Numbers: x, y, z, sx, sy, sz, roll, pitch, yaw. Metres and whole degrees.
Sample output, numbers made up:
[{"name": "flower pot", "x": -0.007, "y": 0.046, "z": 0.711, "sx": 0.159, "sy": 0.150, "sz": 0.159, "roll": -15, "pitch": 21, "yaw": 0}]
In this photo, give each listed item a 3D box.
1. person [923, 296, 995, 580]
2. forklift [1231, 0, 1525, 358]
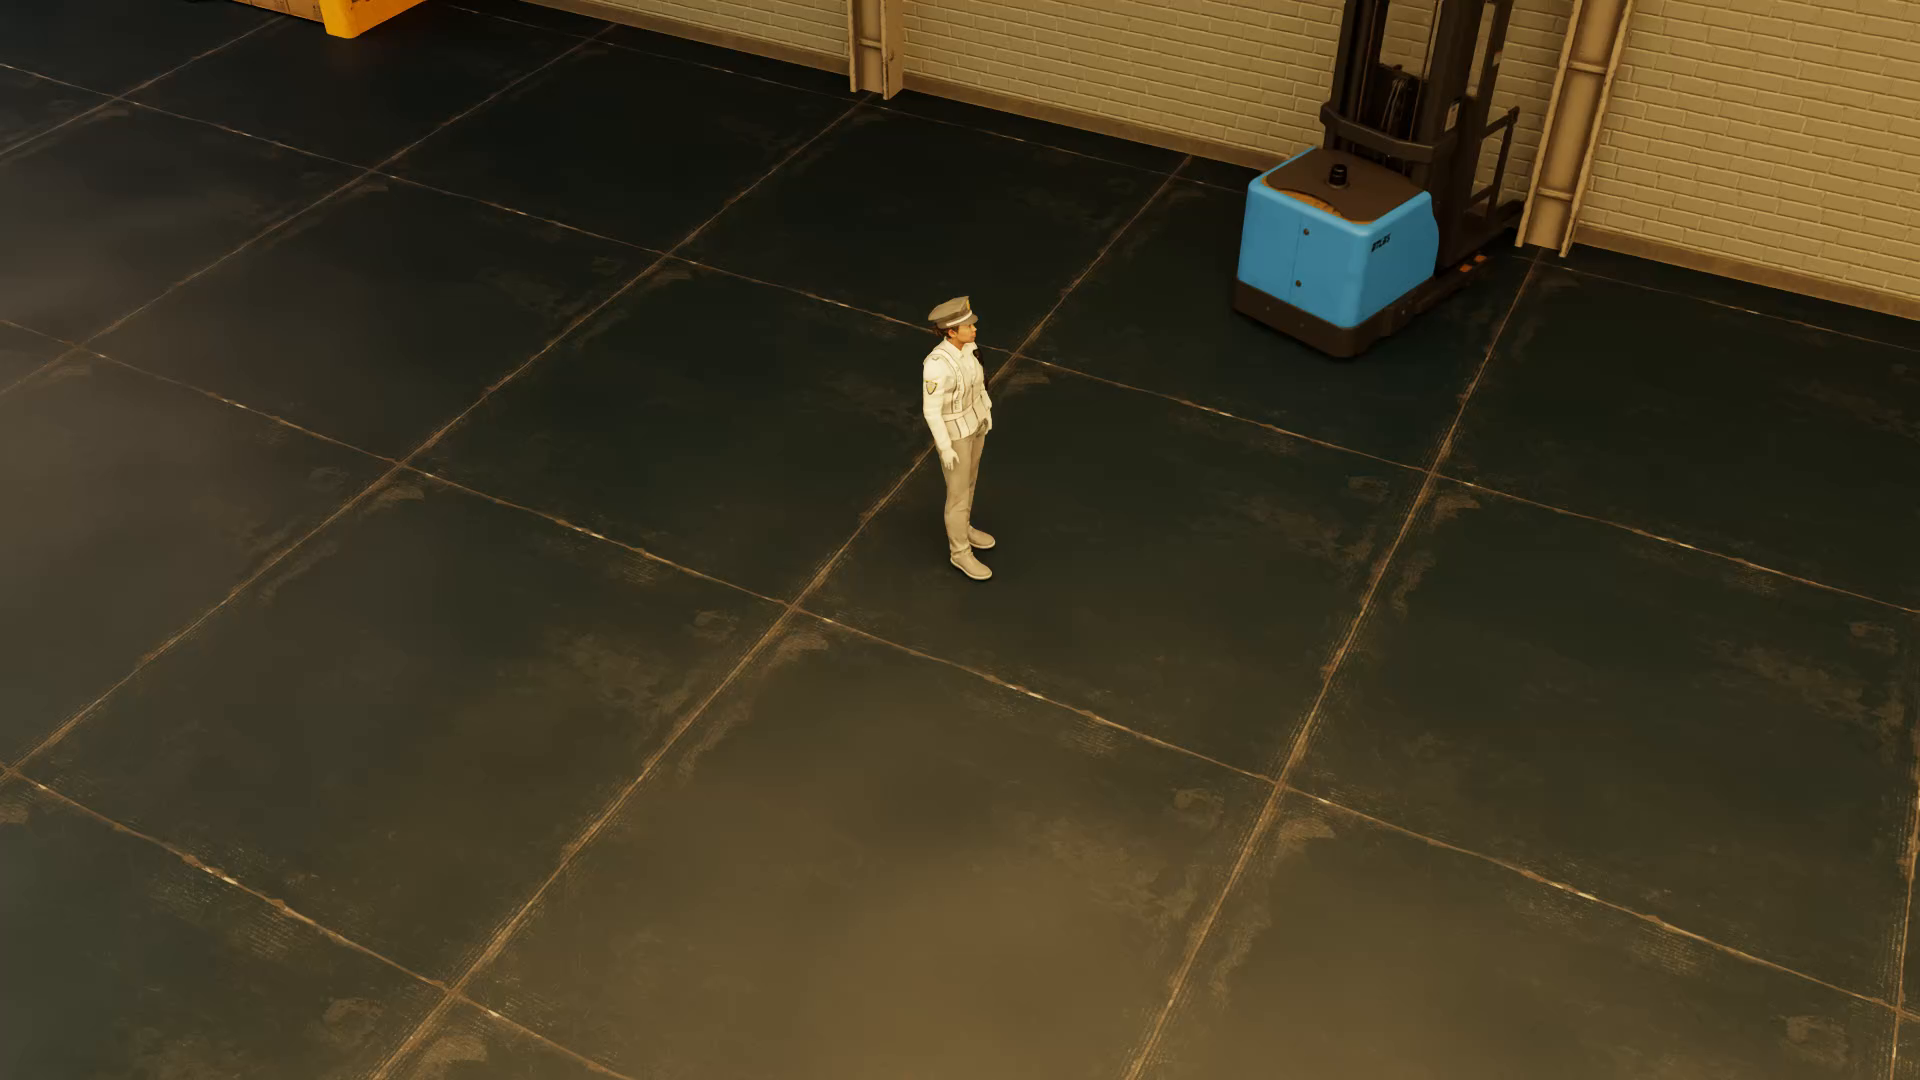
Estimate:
[{"name": "person", "x": 0.058, "y": -0.630, "z": 9.683, "sx": 0.531, "sy": 1.695, "sz": 0.587, "roll": 18, "pitch": 43, "yaw": 21}, {"name": "forklift", "x": 3.391, "y": -3.241, "z": 11.835, "sx": 3.031, "sy": 2.935, "sz": 1.130, "roll": -33, "pitch": 50, "yaw": -33}]
